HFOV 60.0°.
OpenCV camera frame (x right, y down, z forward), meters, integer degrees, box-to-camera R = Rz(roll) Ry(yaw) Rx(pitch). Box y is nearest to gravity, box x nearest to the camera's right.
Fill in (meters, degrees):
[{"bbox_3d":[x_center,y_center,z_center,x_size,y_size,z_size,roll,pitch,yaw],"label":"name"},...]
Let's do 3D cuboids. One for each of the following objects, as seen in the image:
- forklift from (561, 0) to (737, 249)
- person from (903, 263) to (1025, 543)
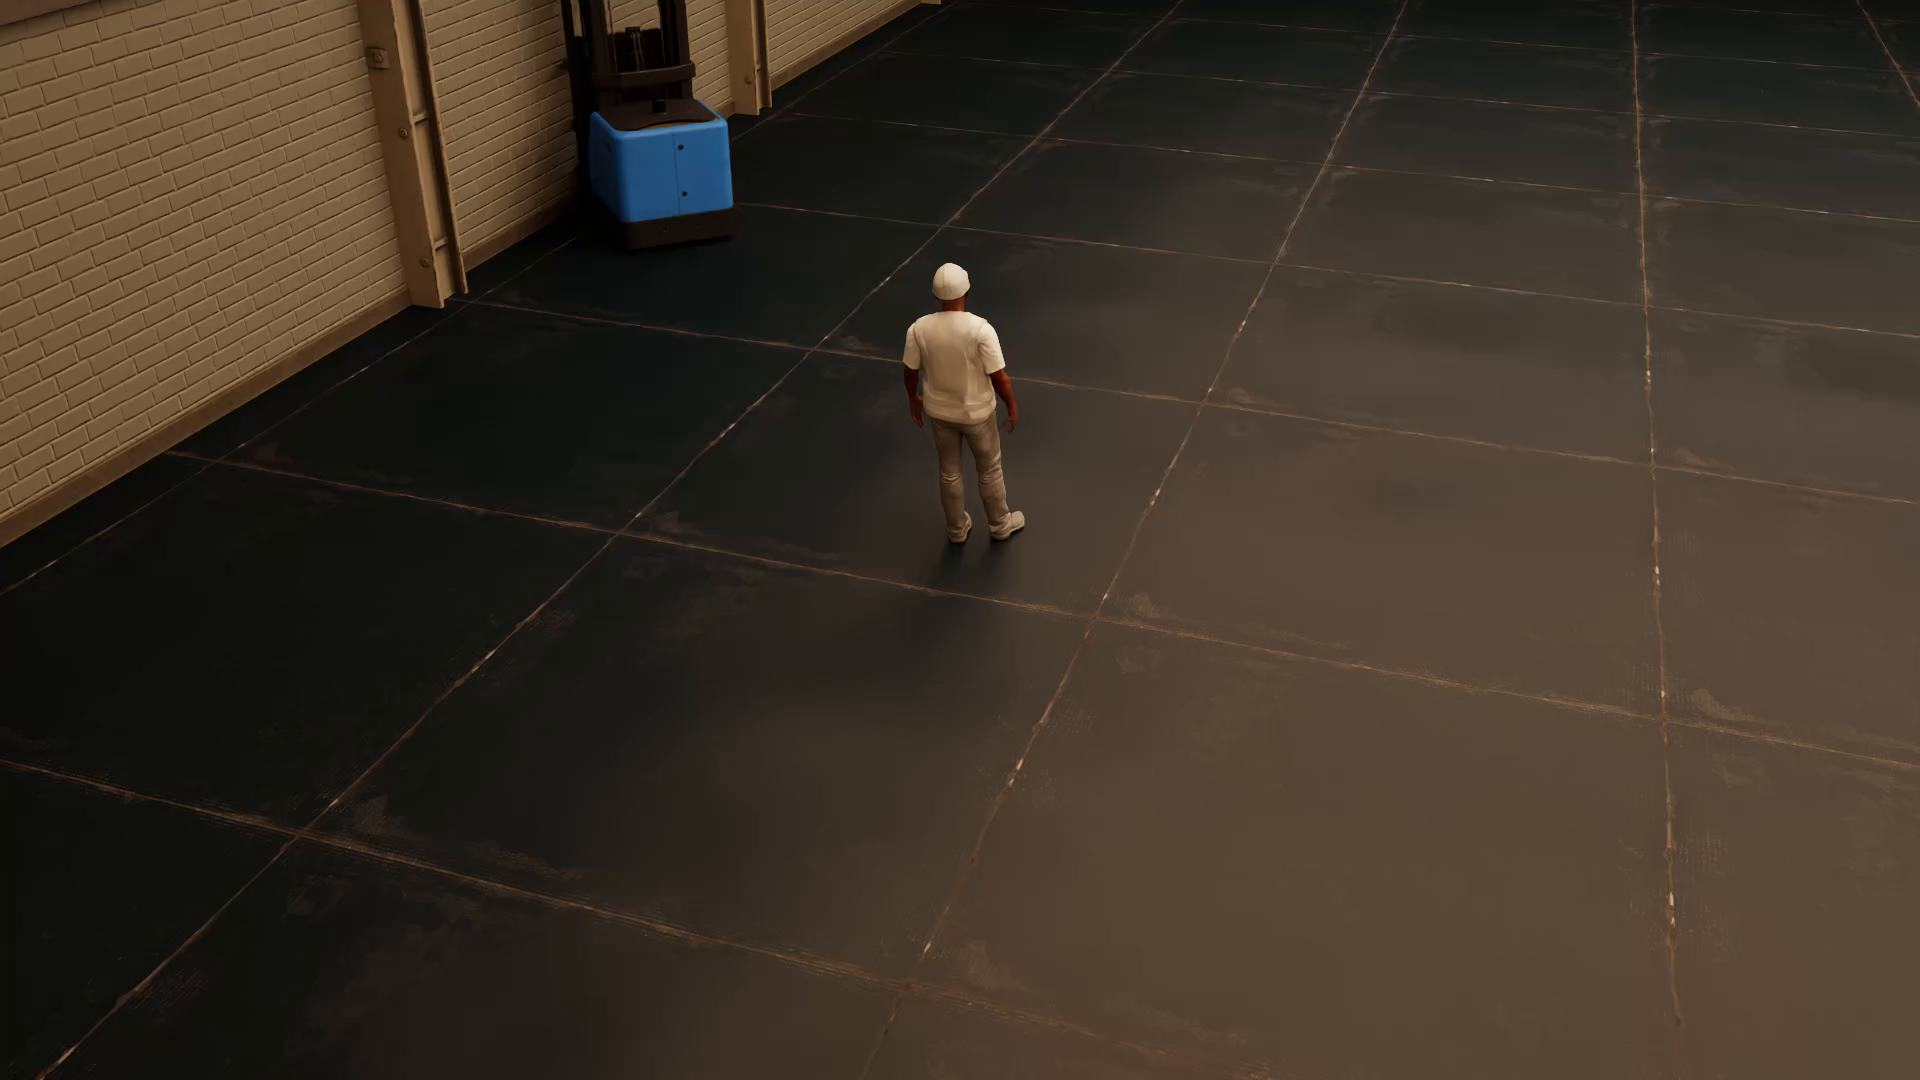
[{"bbox_3d":[-3.062,-4.489,15.012,1.130,2.935,3.031,-13,32,-22],"label":"forklift"},{"bbox_3d":[0.029,-0.805,9.710,0.665,1.765,0.577,10,31,16],"label":"person"}]
